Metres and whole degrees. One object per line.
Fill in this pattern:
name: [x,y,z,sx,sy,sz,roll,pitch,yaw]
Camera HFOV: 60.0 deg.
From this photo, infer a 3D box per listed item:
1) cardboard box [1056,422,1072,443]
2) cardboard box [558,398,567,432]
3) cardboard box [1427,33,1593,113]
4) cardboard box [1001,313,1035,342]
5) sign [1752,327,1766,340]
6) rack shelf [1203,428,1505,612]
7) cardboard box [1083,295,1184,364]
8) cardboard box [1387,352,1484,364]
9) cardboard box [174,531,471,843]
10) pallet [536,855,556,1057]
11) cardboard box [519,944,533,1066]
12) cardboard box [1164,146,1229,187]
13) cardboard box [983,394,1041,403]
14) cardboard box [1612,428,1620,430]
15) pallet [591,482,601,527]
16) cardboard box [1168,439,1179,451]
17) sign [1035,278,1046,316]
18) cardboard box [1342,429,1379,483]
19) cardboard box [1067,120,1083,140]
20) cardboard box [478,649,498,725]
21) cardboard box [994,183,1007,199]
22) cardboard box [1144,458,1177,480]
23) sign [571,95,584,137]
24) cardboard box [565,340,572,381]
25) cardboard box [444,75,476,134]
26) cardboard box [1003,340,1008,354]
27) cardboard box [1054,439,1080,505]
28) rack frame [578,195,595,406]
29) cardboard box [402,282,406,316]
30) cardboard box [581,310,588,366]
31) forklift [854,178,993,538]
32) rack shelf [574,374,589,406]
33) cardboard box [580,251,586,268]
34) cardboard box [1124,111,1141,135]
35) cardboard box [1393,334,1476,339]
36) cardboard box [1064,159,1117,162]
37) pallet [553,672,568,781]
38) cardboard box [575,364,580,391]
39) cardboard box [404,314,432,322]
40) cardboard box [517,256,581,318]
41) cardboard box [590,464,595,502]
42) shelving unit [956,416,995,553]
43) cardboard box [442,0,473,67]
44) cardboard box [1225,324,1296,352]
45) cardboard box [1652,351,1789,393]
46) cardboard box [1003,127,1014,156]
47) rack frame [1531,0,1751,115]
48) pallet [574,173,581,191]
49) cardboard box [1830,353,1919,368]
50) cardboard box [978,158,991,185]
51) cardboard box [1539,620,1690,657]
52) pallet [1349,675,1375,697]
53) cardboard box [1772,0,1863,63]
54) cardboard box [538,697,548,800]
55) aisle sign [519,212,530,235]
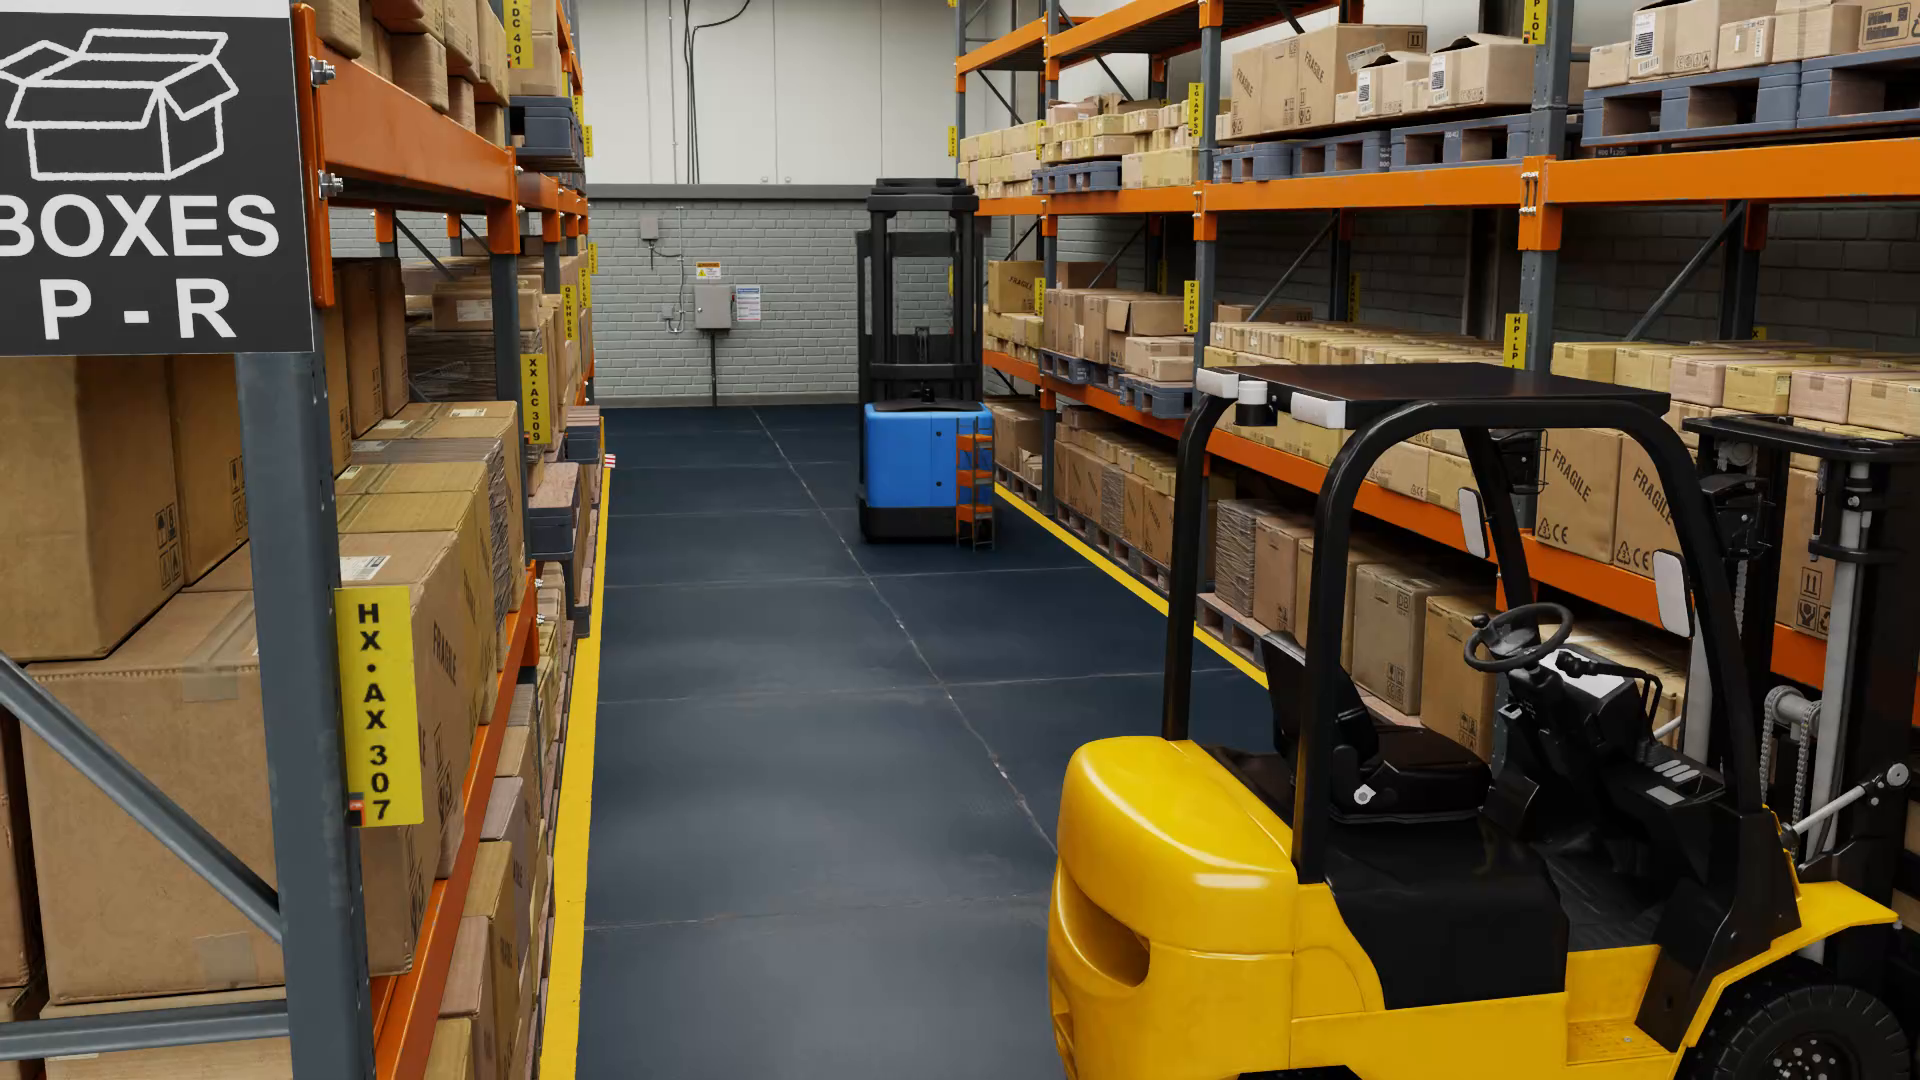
cardboard box: [1.042,-0.937,14.423,0.380,0.149,0.250,-2,11,-8]
cardboard box: [-2.238,-0.644,8.608,0.380,0.149,0.250,-2,11,-10]
cardboard box: [2.409,-2.057,7.307,0.500,0.311,0.500,-2,11,-13]
cardboard box: [0.699,-2.056,16.079,0.500,0.250,0.500,-2,11,-11]
sign: [3.333,-0.733,6.996,0.100,0.325,0.005,-2,11,-11]
rack shelf: [2.400,-0.261,8.972,1.077,0.370,4.000,-2,11,-11]
cardboard box: [1.361,-1.635,12.873,0.700,0.500,0.500,-2,11,-11]
cardboard box: [2.259,-0.807,7.913,0.380,0.149,0.250,-2,11,-13]
cardboard box: [-1.225,0.280,3.142,0.500,0.500,0.500,-2,11,-9]
pallet: [-1.914,1.425,5.646,1.003,0.211,1.213,-2,11,-11]
cardboard box: [-1.493,1.367,4.723,0.500,0.250,0.500,-2,11,-10]
cardboard box: [1.673,-2.467,11.013,0.500,0.250,0.500,-2,11,-13]
cardboard box: [0.481,-1.313,18.127,0.797,0.503,0.637,-3,11,-13]
cardboard box: [2.645,-0.500,6.301,0.380,0.149,0.250,-2,11,-10]
pallet: [-3.706,-0.307,14.743,1.003,0.211,1.213,-2,11,-11]
cardboard box: [1.881,-0.719,13.281,0.380,0.149,0.250,-2,11,-10]
sign: [0.702,-2.119,14.494,0.100,0.325,0.005,-2,11,-11]
cardboard box: [2.264,-0.441,8.395,0.500,0.250,0.500,-2,11,-11]
cardboard box: [1.066,-3.256,13.242,0.380,0.149,0.250,-2,11,-12]
cardboard box: [-1.411,0.385,4.326,0.380,0.149,0.250,-2,11,-11]
cardboard box: [0.545,-3.402,16.197,0.380,0.149,0.250,-2,11,-10]
cardboard box: [1.568,-0.509,12.175,0.380,0.149,0.250,-2,11,-9]
sign: [-3.105,-3.438,13.489,0.100,0.325,0.005,-2,11,-11]
cardboard box: [-2.813,-1.169,10.881,0.500,0.250,0.500,-2,11,-10]
cardboard box: [-1.533,-1.181,4.528,0.380,0.149,0.250,-2,11,-9]
cardboard box: [0.640,-1.925,16.459,0.380,0.149,0.250,-2,11,-11]
cardboard box: [1.106,-0.597,14.371,0.500,0.500,0.500,-2,11,-9]
rack frame: [-4.413,-2.268,17.589,1.000,3.000,0.127,-2,11,-11]
cardboard box: [-2.614,-1.039,7.211,0.380,0.149,0.250,-3,11,-13]
cardboard box: [-3.564,-1.771,14.713,0.500,0.500,0.500,-2,11,-11]
forklift: [-0.368,-1.683,14.701,1.130,2.935,3.031,-1,11,-5]
rack shelf: [-3.246,-0.814,11.874,1.077,0.370,4.000,-2,11,-11]
cardboard box: [-3.767,-2.450,15.607,0.500,0.500,0.500,-2,11,-11]
cardboard box: [1.401,-3.014,12.025,0.380,0.149,0.250,-2,11,-11]
cardboard box: [2.645,-1.068,9.281,0.380,0.149,0.250,-2,11,-12]
cardboard box: [1.063,-3.160,13.535,0.380,0.149,0.250,-2,11,-11]
pallet: [-2.473,0.936,8.214,1.003,0.211,1.213,-2,11,-11]
cardboard box: [-3.203,-1.294,12.873,0.500,0.250,0.500,-2,11,-12]
cardboard box: [-2.586,-0.731,7.326,0.500,0.500,0.500,-2,11,-9]
cardboard box: [-3.302,-2.002,13.249,0.500,0.500,0.500,-2,11,-9]
cardboard box: [-3.652,-0.601,14.560,0.875,0.438,0.875,-2,11,-12]
shelving unit: [0.123,-0.444,13.222,0.215,1.050,0.252,-7,13,-32]
cardboard box: [-1.431,-1.262,3.890,0.500,0.250,0.500,-2,11,-10]
cardboard box: [1.837,-1.231,10.141,0.380,0.149,0.250,-2,11,-10]
cardboard box: [2.758,-0.602,6.037,0.380,0.149,0.250,-2,11,-12]
cardboard box: [0.701,-3.777,15.763,0.500,0.250,0.500,-2,11,-10]
rack frame: [2.789,-3.195,6.416,1.000,3.000,0.127,-2,11,-11]
pallet: [-3.784,-3.114,14.252,1.003,0.211,1.213,-2,11,-11]
cardboard box: [3.330,-0.575,5.898,0.380,0.149,0.250,-2,11,-12]
cardboard box: [0.479,-3.717,16.785,0.500,0.250,0.500,-2,11,-13]
cardboard box: [2.575,0.505,6.576,0.500,0.250,0.500,-2,11,-12]
pallet: [2.367,0.764,9.119,1.003,0.211,1.213,-2,11,-11]
cardboard box: [2.780,-1.628,5.173,0.396,0.266,0.258,-2,11,-12]
cardboard box: [-2.184,0.922,6.737,0.950,0.372,0.625,-2,11,-10]
aisle sign: [-4.712,-3.547,17.359,0.394,0.787,0.004,-2,11,-11]
